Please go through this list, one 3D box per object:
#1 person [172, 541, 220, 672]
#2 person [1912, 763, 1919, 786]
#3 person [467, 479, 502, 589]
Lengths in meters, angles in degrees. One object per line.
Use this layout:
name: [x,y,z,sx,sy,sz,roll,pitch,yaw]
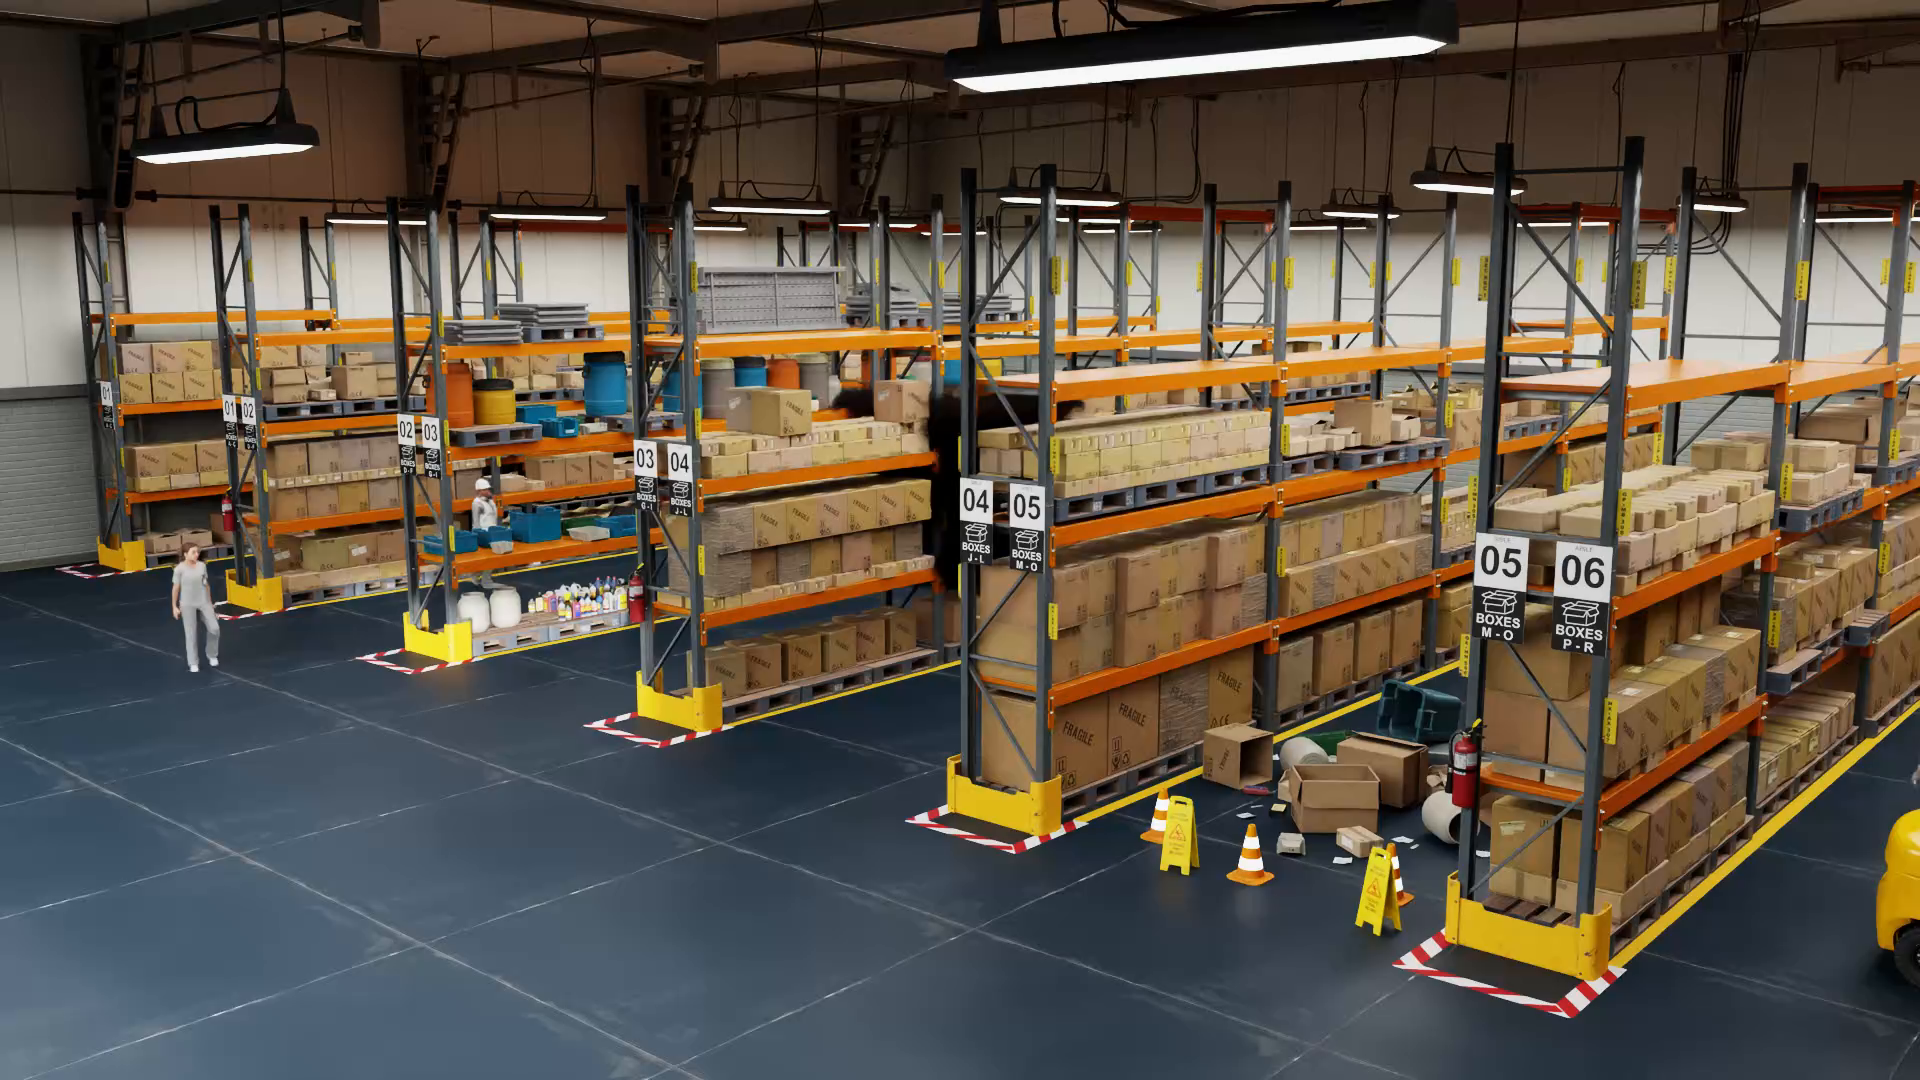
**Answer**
person: [-9.805,0.839,21.267,0.557,1.667,0.444,-8,12,-40]
person: [8.449,1.996,14.278,0.520,1.694,0.420,-1,9,-3]
person: [-7.595,-0.103,26.446,0.525,1.767,0.524,-3,10,-20]
